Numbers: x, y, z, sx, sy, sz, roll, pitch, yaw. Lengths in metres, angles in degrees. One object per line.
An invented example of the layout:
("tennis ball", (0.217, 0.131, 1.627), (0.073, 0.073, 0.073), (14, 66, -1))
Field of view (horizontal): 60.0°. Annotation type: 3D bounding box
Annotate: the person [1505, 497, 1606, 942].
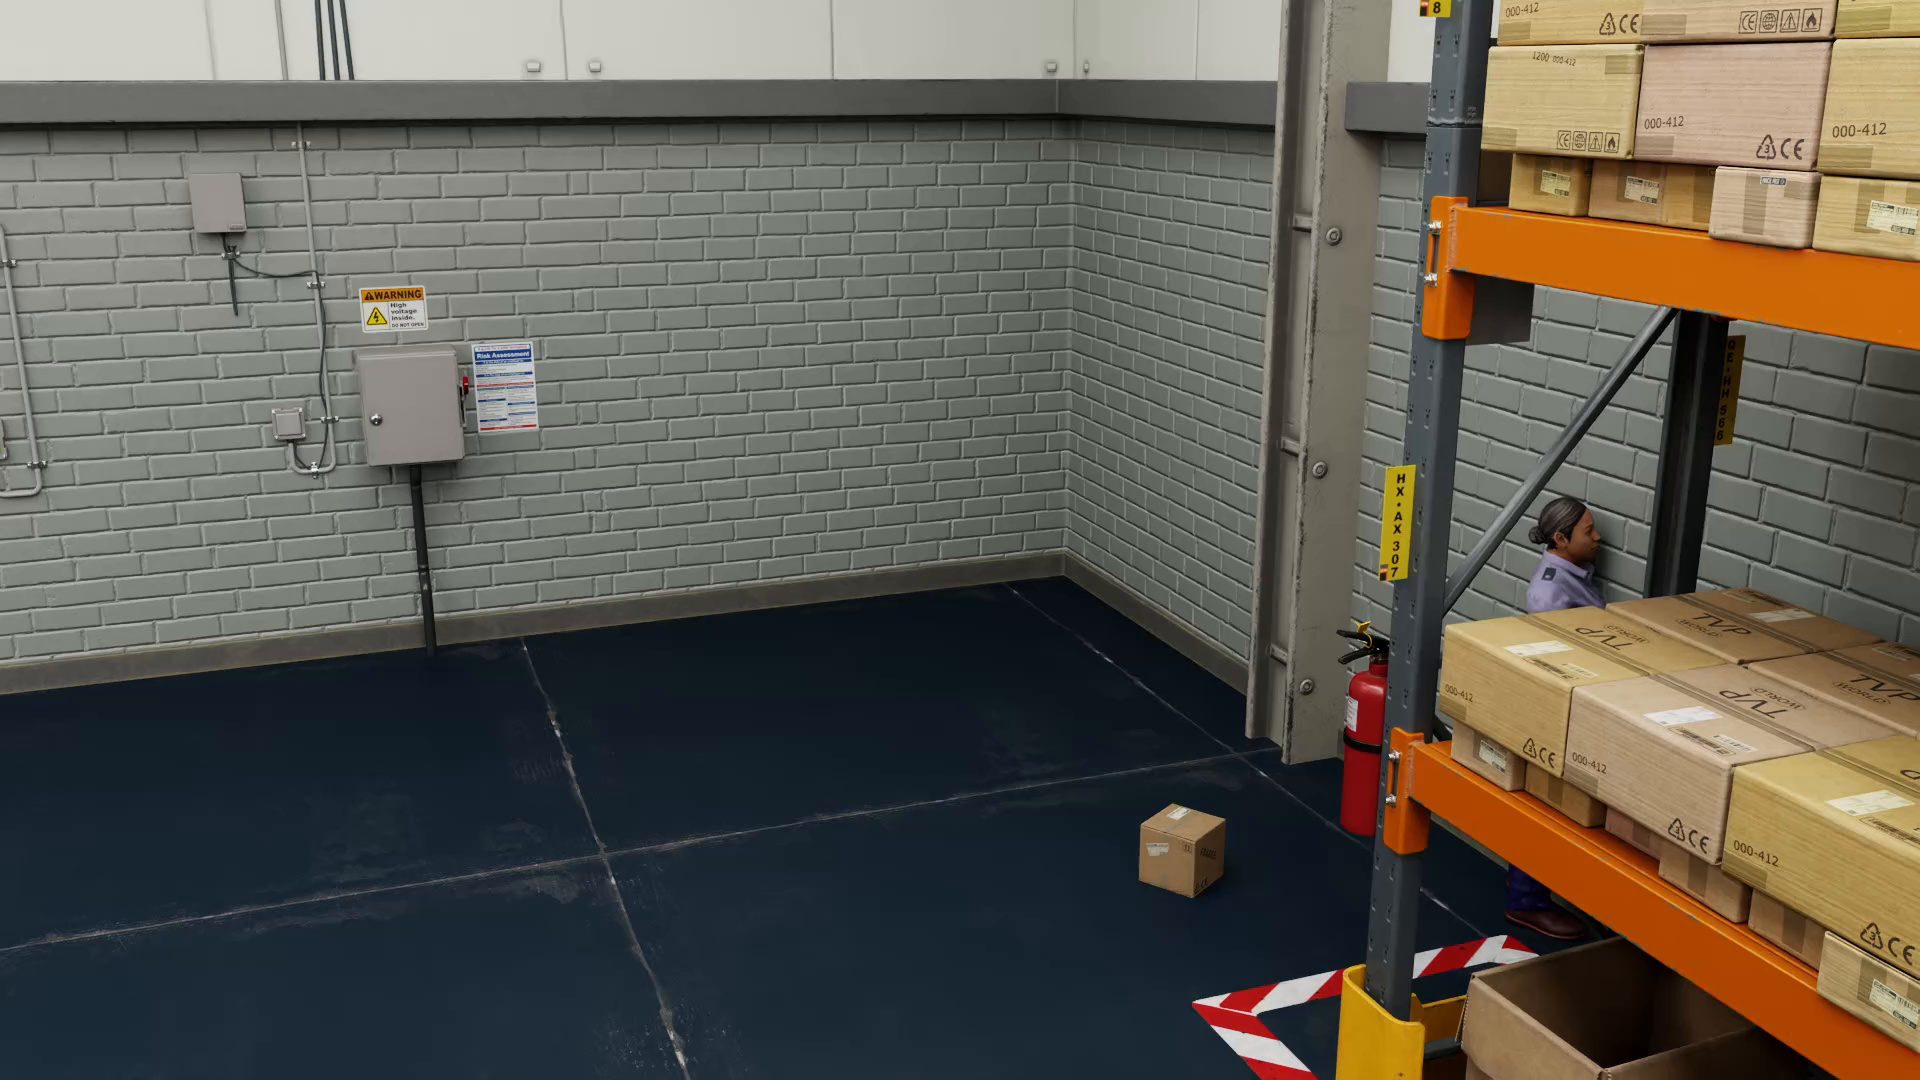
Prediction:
("person", (2.254, 0.646, 6.265), (0.364, 1.651, 0.473), (6, 17, 21))
